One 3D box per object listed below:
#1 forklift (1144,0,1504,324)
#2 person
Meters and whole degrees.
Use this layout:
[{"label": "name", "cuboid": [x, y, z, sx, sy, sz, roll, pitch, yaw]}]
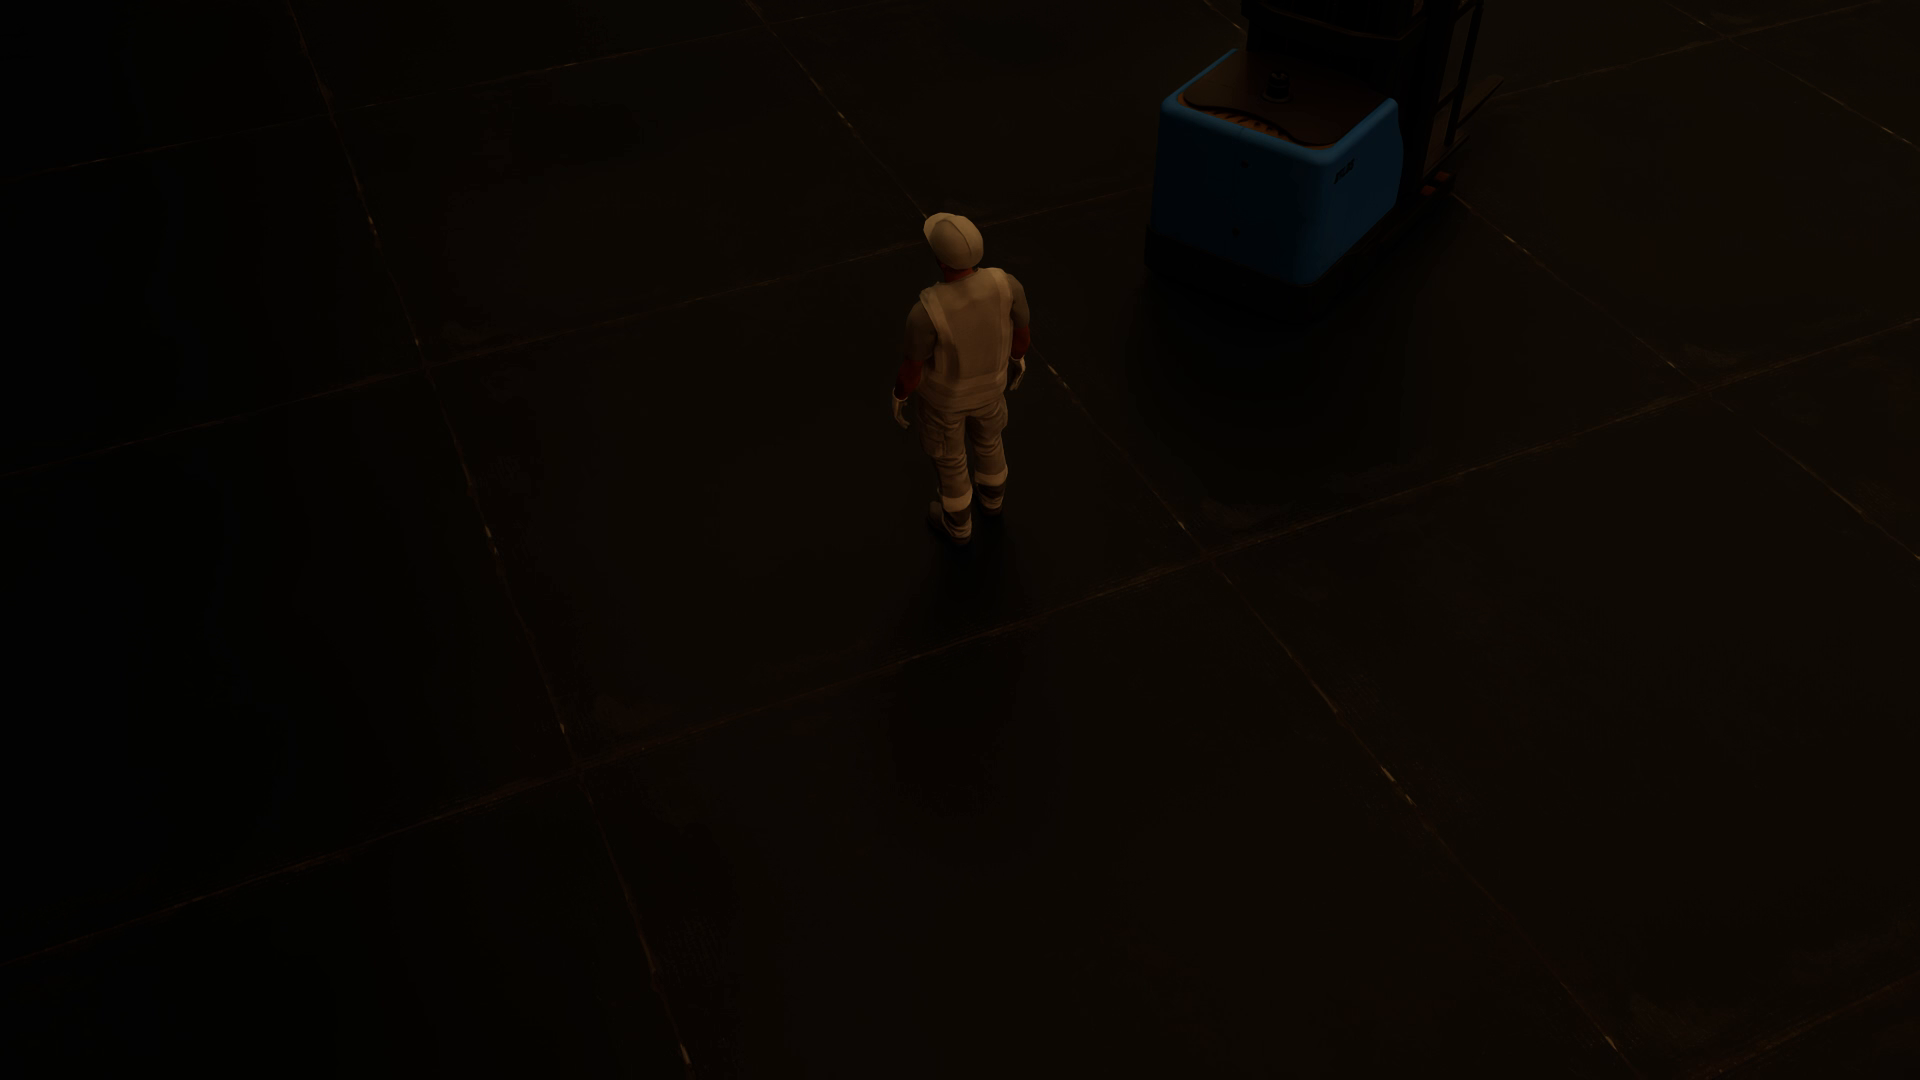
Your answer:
[{"label": "forklift", "cuboid": [2.324, -3.197, 9.105, 1.130, 2.935, 3.031, 27, 49, 26]}, {"label": "person", "cuboid": [-0.022, -0.713, 7.270, 0.637, 1.787, 0.564, -18, 46, -18]}]
